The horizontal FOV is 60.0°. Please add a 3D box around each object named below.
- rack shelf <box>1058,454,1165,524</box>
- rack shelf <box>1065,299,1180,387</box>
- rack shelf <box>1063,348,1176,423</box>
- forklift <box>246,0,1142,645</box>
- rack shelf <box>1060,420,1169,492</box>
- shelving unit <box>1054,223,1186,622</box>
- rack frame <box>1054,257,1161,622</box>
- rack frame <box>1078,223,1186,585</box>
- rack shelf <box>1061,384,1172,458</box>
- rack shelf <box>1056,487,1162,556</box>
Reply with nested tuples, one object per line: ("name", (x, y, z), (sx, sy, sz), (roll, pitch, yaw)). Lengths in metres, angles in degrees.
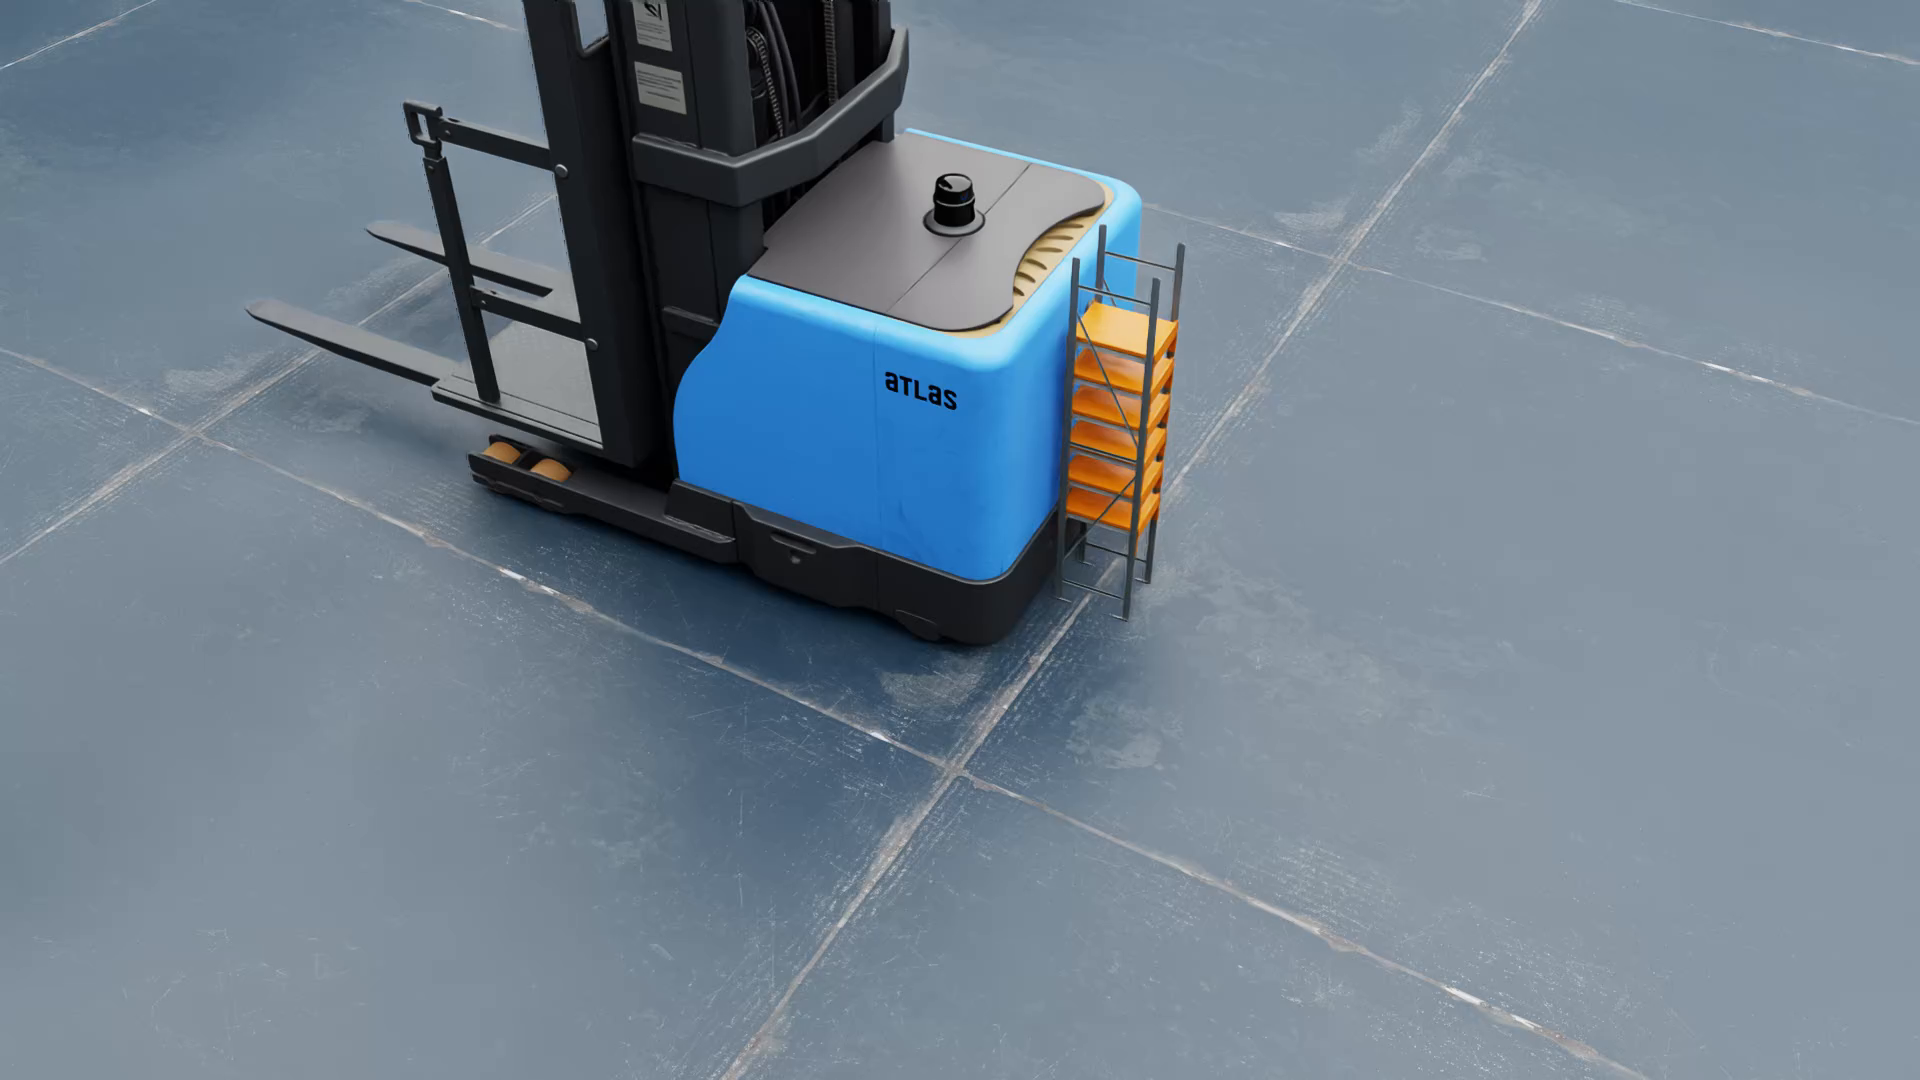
("rack shelf", (0.436, -0.171, 4.785), (0.258, 0.103, 0.180), (18, 44, 19))
("rack shelf", (0.436, -0.531, 4.468), (0.258, 0.103, 0.180), (18, 44, 19))
("rack shelf", (0.436, -0.441, 4.547), (0.258, 0.103, 0.180), (18, 44, 19))
("forklift", (-1.010, -1.483, 4.717), (3.031, 2.935, 1.130), (19, 45, 20))
("rack shelf", (0.436, -0.261, 4.706), (0.258, 0.103, 0.180), (18, 44, 19))
("shelving unit", (0.436, -0.294, 4.676), (0.258, 1.200, 0.189), (18, 44, 19))
("rack frame", (0.396, -0.240, 4.615), (0.240, 1.200, 0.006), (18, 44, 19))
("rack frame", (0.476, -0.349, 4.738), (0.240, 1.200, 0.006), (18, 44, 19))
("rack shelf", (0.436, -0.351, 4.626), (0.258, 0.103, 0.180), (18, 44, 19))
("rack shelf", (0.436, -0.081, 4.864), (0.258, 0.103, 0.180), (18, 44, 19))
